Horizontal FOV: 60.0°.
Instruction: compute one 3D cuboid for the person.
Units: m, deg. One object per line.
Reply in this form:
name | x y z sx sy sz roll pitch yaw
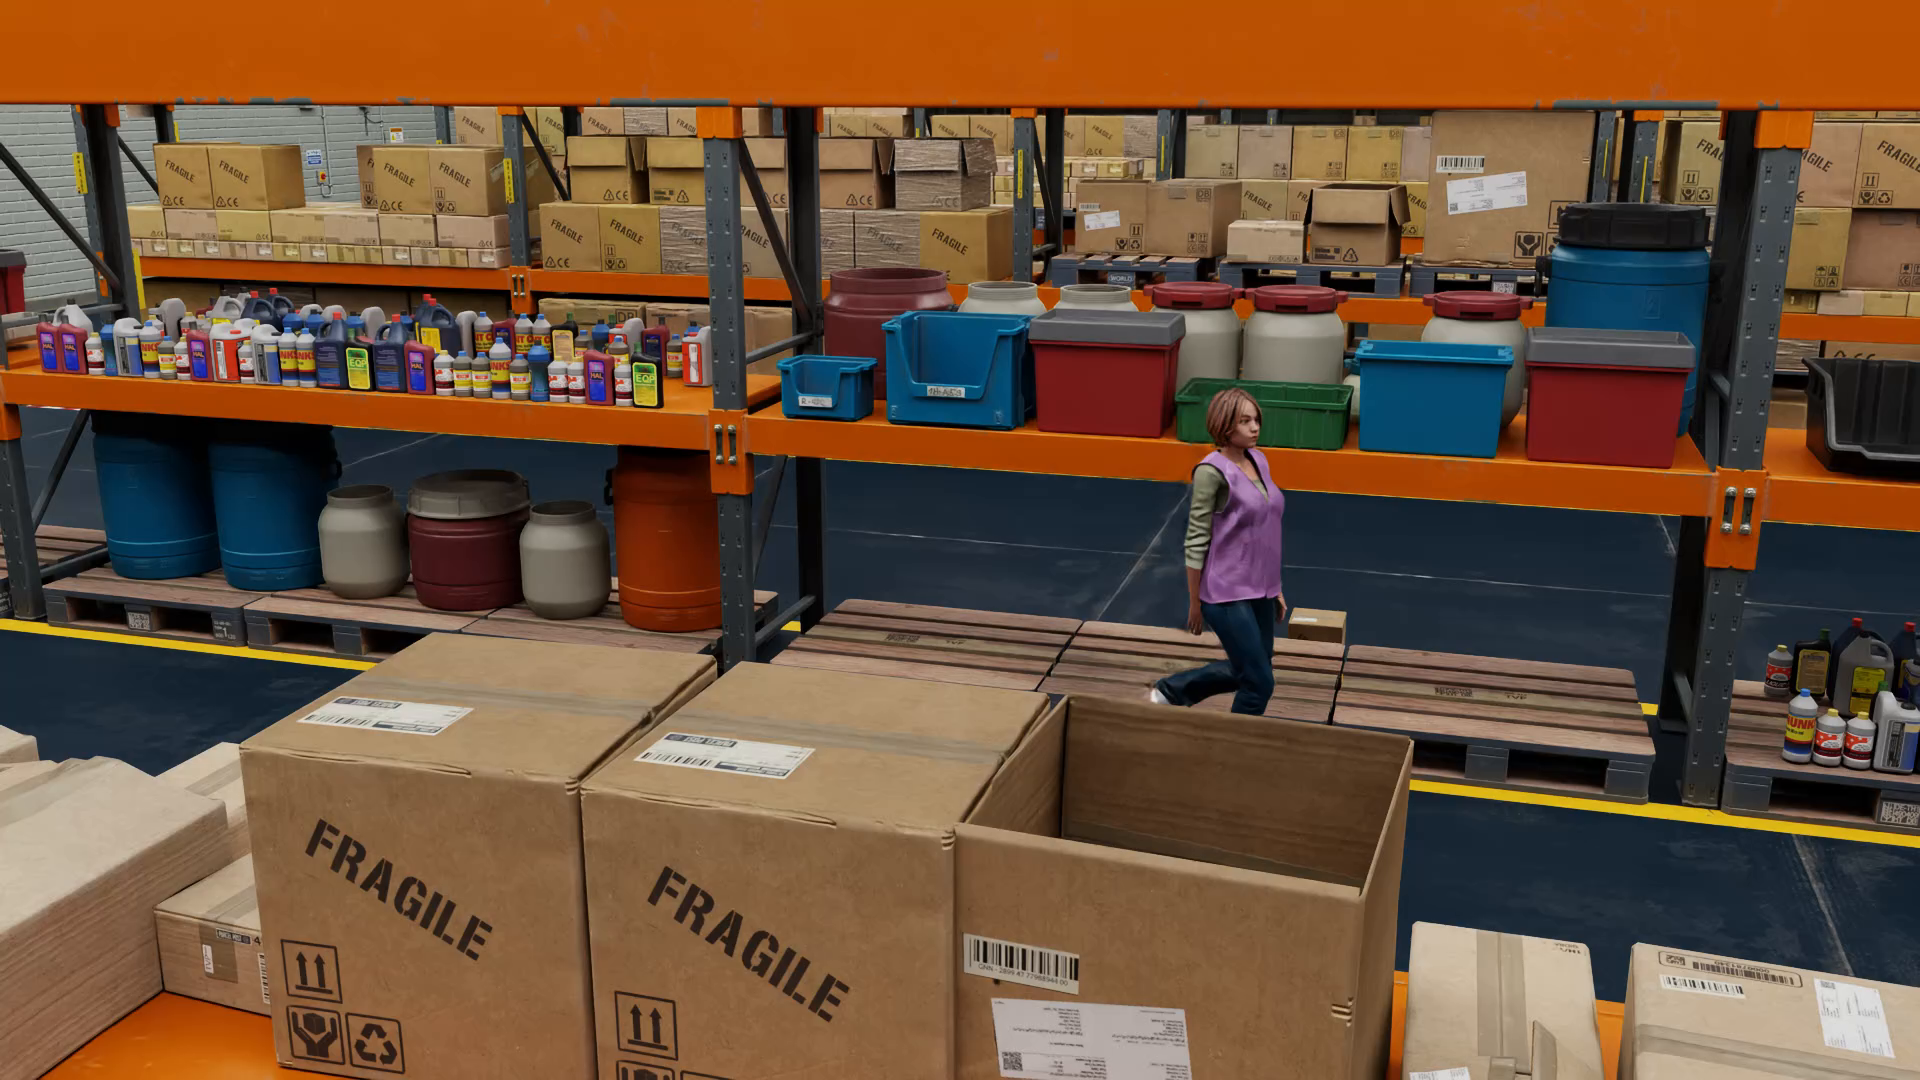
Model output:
person | 1.011 0.197 6.307 0.753 1.569 0.402 13 20 39
